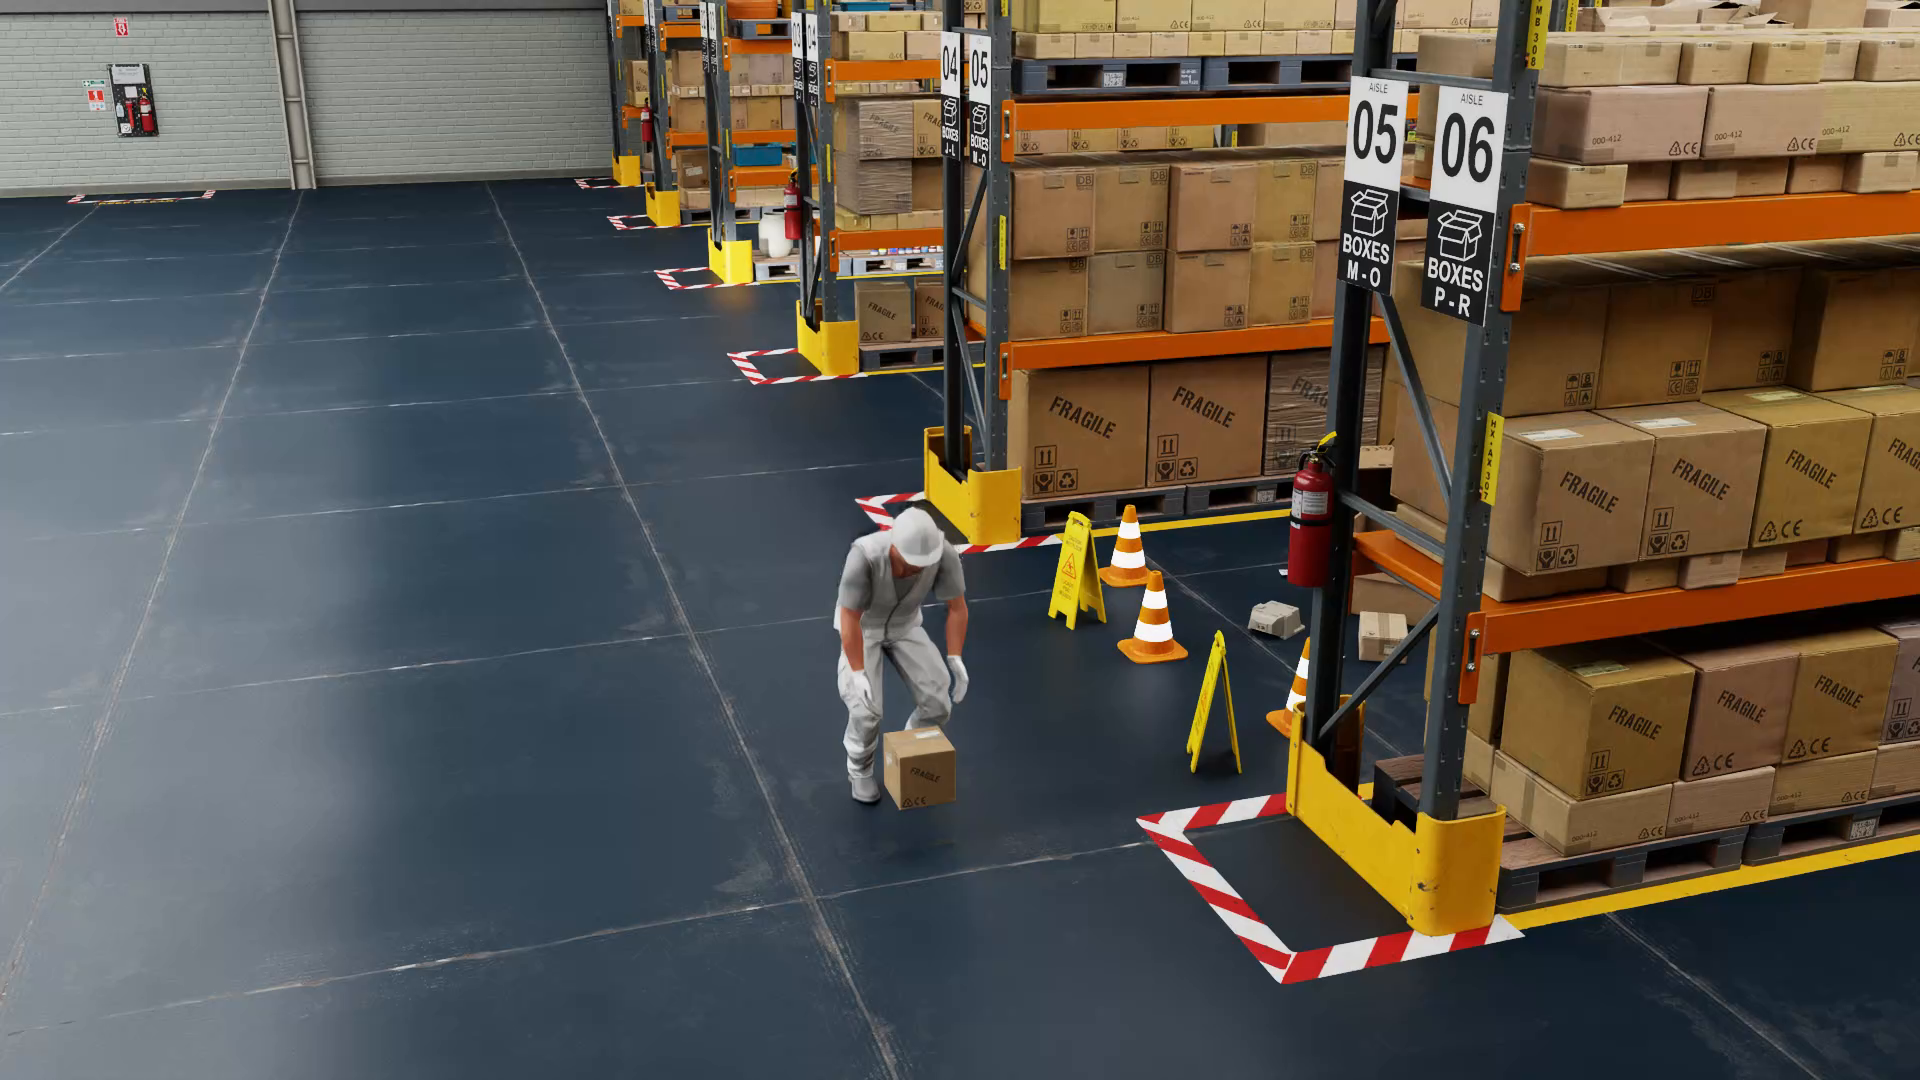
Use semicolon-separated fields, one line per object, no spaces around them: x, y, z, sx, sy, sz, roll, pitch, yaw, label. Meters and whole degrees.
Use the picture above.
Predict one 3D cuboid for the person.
-0.266;0.479;7.429;0.583;1.443;0.749;-6;20;-17;person
